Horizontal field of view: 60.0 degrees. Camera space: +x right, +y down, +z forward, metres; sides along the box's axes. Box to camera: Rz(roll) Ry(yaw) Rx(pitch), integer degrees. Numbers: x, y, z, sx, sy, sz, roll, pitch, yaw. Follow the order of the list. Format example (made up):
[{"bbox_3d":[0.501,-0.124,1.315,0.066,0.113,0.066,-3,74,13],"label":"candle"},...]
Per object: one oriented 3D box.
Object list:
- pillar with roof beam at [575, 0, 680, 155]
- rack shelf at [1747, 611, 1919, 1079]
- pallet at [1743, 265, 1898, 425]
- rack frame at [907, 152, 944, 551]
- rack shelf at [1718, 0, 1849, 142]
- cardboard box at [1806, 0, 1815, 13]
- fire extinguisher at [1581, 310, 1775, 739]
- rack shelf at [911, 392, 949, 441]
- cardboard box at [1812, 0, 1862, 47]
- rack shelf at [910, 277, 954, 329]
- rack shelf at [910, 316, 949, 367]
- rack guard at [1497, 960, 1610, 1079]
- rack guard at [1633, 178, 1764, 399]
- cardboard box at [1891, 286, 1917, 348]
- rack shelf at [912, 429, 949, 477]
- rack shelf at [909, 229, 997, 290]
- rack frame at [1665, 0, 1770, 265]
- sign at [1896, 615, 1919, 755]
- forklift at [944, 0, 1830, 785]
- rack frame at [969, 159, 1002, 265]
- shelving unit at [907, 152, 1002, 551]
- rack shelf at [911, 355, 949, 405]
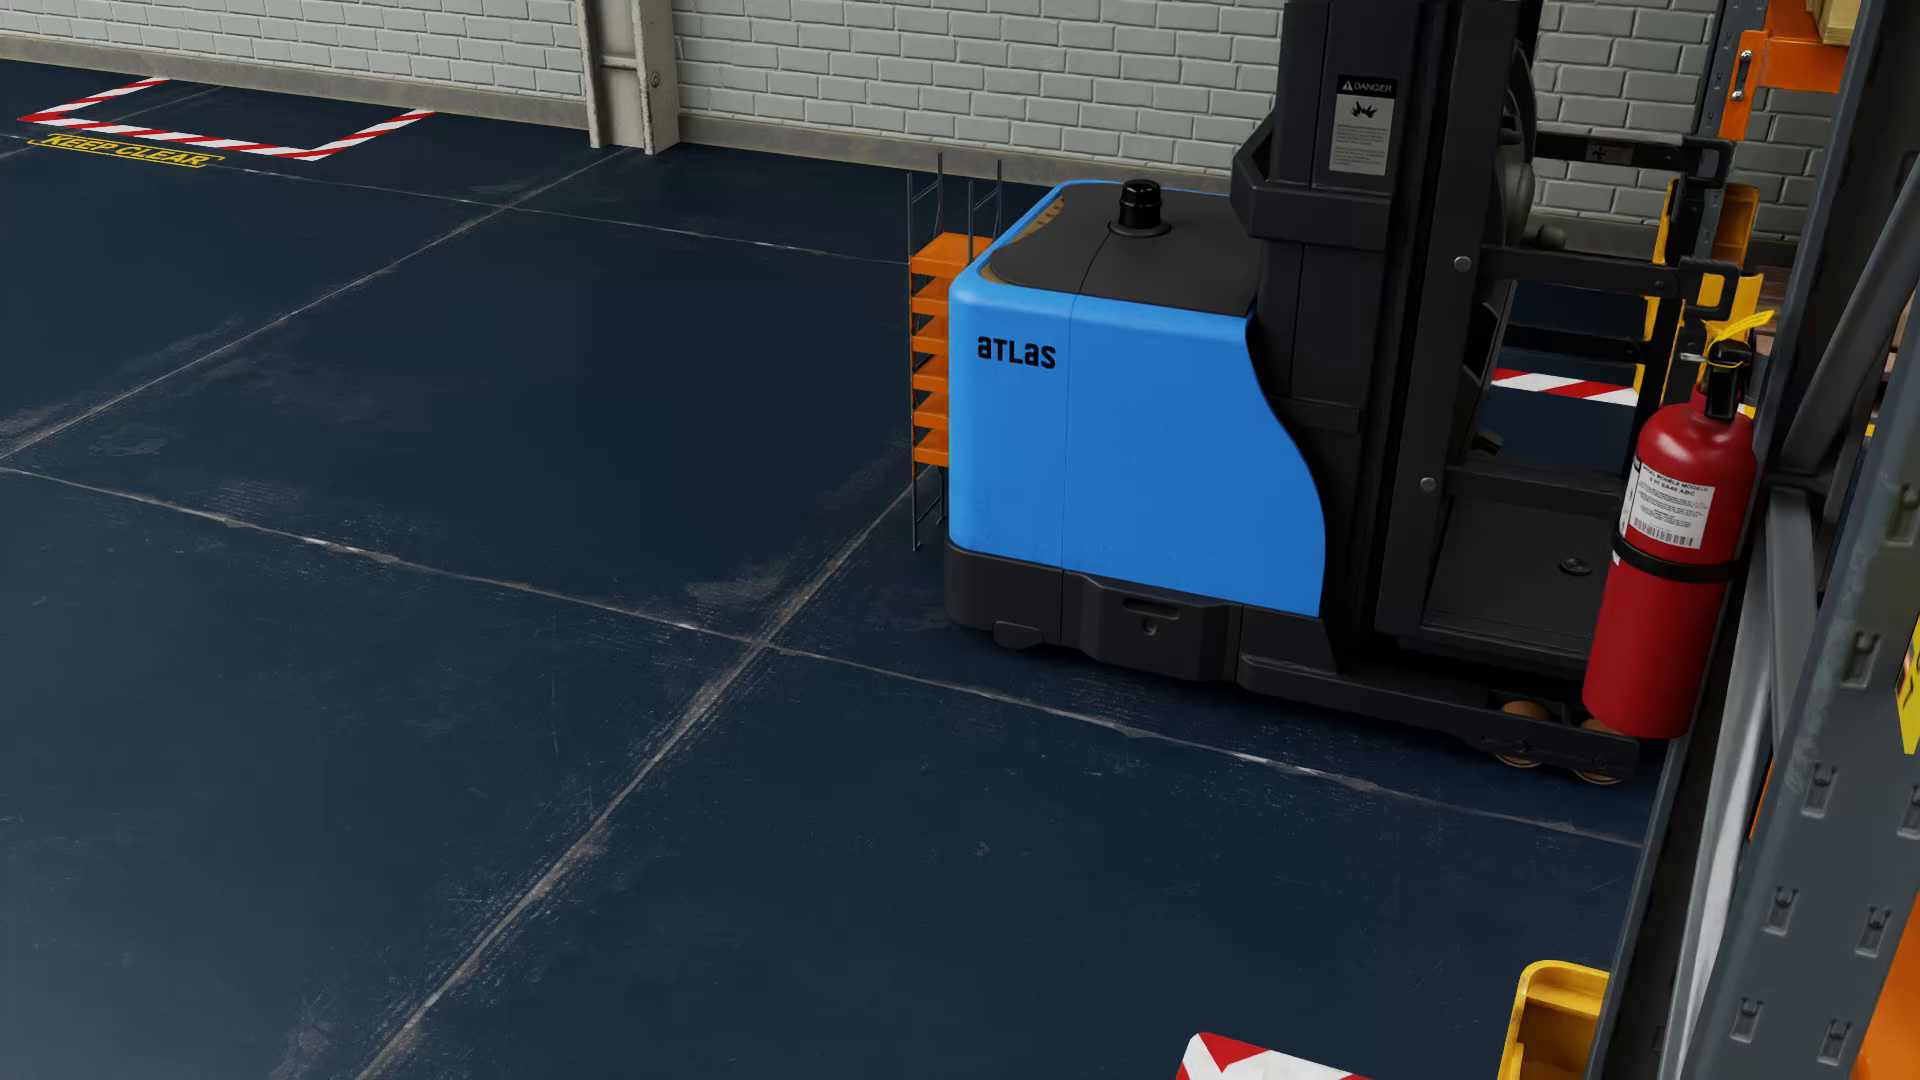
[{"bbox_3d":[-3.384,-4.121,3.397,0.400,9.000,9.100,11,31,19],"label":"pillar with roof beam"},{"bbox_3d":[2.815,0.845,1.438,4.000,0.370,1.077,11,31,19],"label":"rack shelf"},{"bbox_3d":[3.631,-0.703,6.280,1.213,0.211,1.003,11,31,19],"label":"pallet"},{"bbox_3d":[-0.098,-0.542,4.989,0.006,1.200,0.240,11,31,19],"label":"rack frame"},{"bbox_3d":[4.674,-1.415,5.435,4.000,0.370,1.077,11,31,19],"label":"rack shelf"},{"bbox_3d":[3.327,-2.043,5.948,0.500,0.250,0.500,12,32,20],"label":"cardboard box"},{"bbox_3d":[1.027,-0.038,2.348,0.183,0.674,0.296,11,31,19],"label":"fire extinguisher"},{"bbox_3d":[-0.013,-0.382,5.040,0.180,0.103,0.258,11,31,19],"label":"rack shelf"},{"bbox_3d":[3.154,-1.806,5.529,0.500,0.250,0.500,10,31,18],"label":"cardboard box"},{"bbox_3d":[-0.013,-0.695,4.863,0.180,0.103,0.258,11,31,19],"label":"rack shelf"},{"bbox_3d":[-0.013,-0.591,4.922,0.180,0.103,0.258,11,31,19],"label":"rack shelf"},{"bbox_3d":[0.939,1.245,2.539,0.348,0.500,1.175,11,31,19],"label":"rack guard"},{"bbox_3d":[2.891,-0.996,6.503,0.348,0.500,1.175,11,31,19],"label":"rack guard"},{"bbox_3d":[3.428,-0.950,6.167,0.500,0.311,0.500,8,30,13],"label":"cardboard box"},{"bbox_3d":[-0.013,-0.277,5.099,0.180,0.103,0.258,11,31,19],"label":"rack shelf"},{"bbox_3d":[-0.013,-0.800,4.804,0.180,0.103,0.258,11,31,19],"label":"rack shelf"},{"bbox_3d":[2.821,-2.098,5.913,0.127,3.000,1.000,11,31,19],"label":"rack frame"},{"bbox_3d":[0.747,0.002,1.237,0.005,0.325,0.100,11,31,19],"label":"sign"},{"bbox_3d":[1.526,-0.960,3.969,3.031,2.935,1.130,11,31,18],"label":"forklift"},{"bbox_3d":[0.071,-0.508,4.930,0.006,1.200,0.240,11,31,19],"label":"rack frame"},{"bbox_3d":[-0.013,-0.525,4.959,0.189,1.200,0.258,11,31,19],"label":"shelving unit"},{"bbox_3d":[-0.013,-0.486,4.981,0.180,0.103,0.258,11,31,19],"label":"rack shelf"}]
